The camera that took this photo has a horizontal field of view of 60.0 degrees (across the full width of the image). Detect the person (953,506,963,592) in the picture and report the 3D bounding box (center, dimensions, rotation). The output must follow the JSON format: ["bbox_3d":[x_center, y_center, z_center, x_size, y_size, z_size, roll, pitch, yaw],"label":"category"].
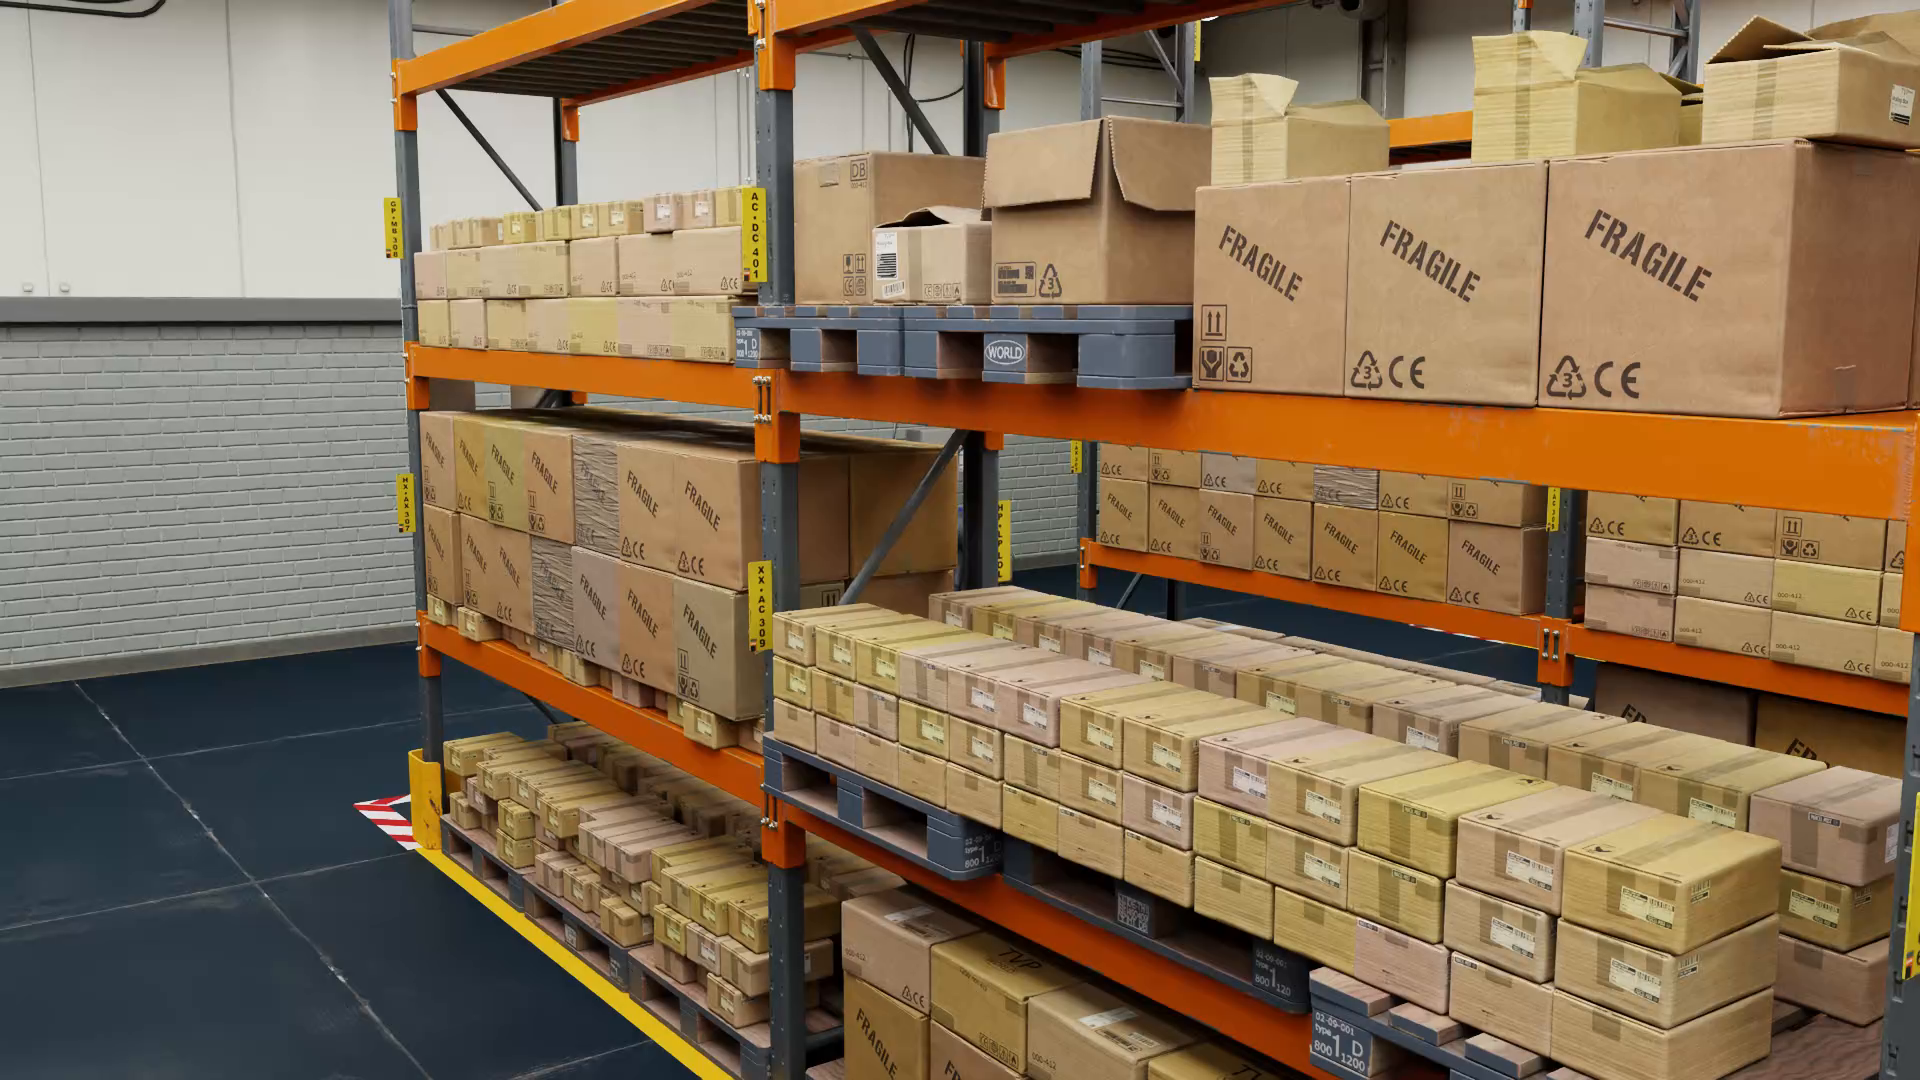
[{"bbox_3d":[0.182,0.099,17.684,0.876,0.955,0.427,-6,10,-38],"label":"person"}]
